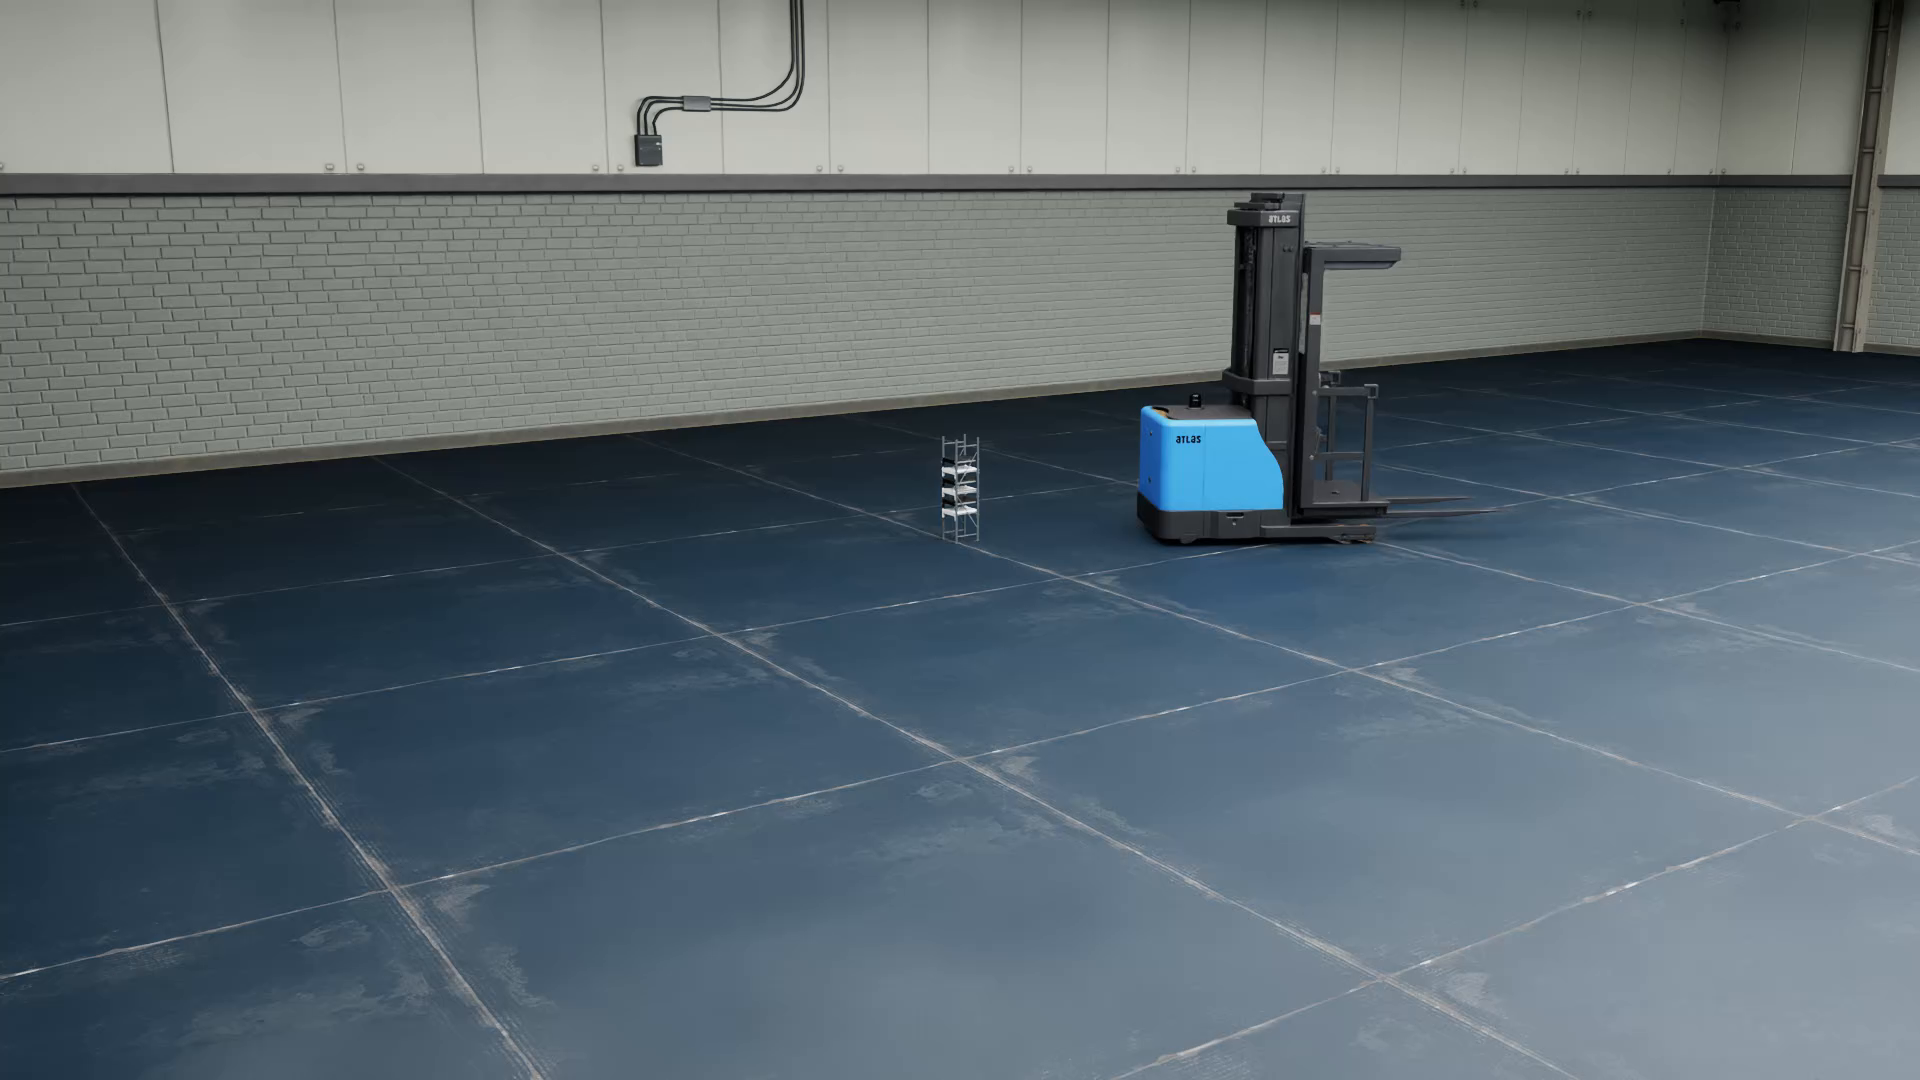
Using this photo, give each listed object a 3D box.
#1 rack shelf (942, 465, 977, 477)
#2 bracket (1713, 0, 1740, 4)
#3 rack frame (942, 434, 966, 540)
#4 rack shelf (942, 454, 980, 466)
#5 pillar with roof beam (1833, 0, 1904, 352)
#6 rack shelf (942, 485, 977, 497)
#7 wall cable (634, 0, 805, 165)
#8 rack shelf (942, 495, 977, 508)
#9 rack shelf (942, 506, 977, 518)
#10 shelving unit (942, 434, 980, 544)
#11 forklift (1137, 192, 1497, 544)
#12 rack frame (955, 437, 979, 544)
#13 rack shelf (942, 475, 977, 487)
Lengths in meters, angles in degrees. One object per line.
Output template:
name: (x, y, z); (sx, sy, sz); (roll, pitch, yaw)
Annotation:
rack shelf: (0.004, -0.581, 14.228); (0.258, 0.077, 0.200); (-8, 15, -33)
bracket: (14.132, -10.005, 30.625); (0.235, 0.232, 0.430); (-8, 15, -33)
rack frame: (-0.052, -0.456, 14.342); (0.240, 0.900, 0.006); (-8, 15, -33)
rack shelf: (0.004, -0.669, 14.208); (0.258, 0.077, 0.200); (-8, 15, -33)
pillar with roof beam: (12.387, -7.284, 26.607); (9.100, 9.000, 0.548); (-8, 15, -33)
rack shelf: (0.004, -0.406, 14.266); (0.258, 0.077, 0.200); (-8, 15, -33)
wall cable: (-2.872, -7.528, 19.761); (2.305, 6.003, 0.169); (-8, 15, -33)
rack shelf: (0.004, -0.318, 14.285); (0.258, 0.077, 0.200); (-8, 15, -33)
rack shelf: (0.004, -0.230, 14.305); (0.258, 0.077, 0.200); (-8, 15, -33)
shelving unit: (0.004, -0.438, 14.259); (0.258, 0.900, 0.210); (-8, 15, -33)
forklift: (3.143, -1.510, 14.404); (3.031, 2.935, 1.130); (-1, 12, -5)
rack frame: (0.061, -0.420, 14.176); (0.240, 0.900, 0.006); (-8, 15, -33)
rack shelf: (0.004, -0.494, 14.247); (0.258, 0.077, 0.200); (-8, 15, -33)
